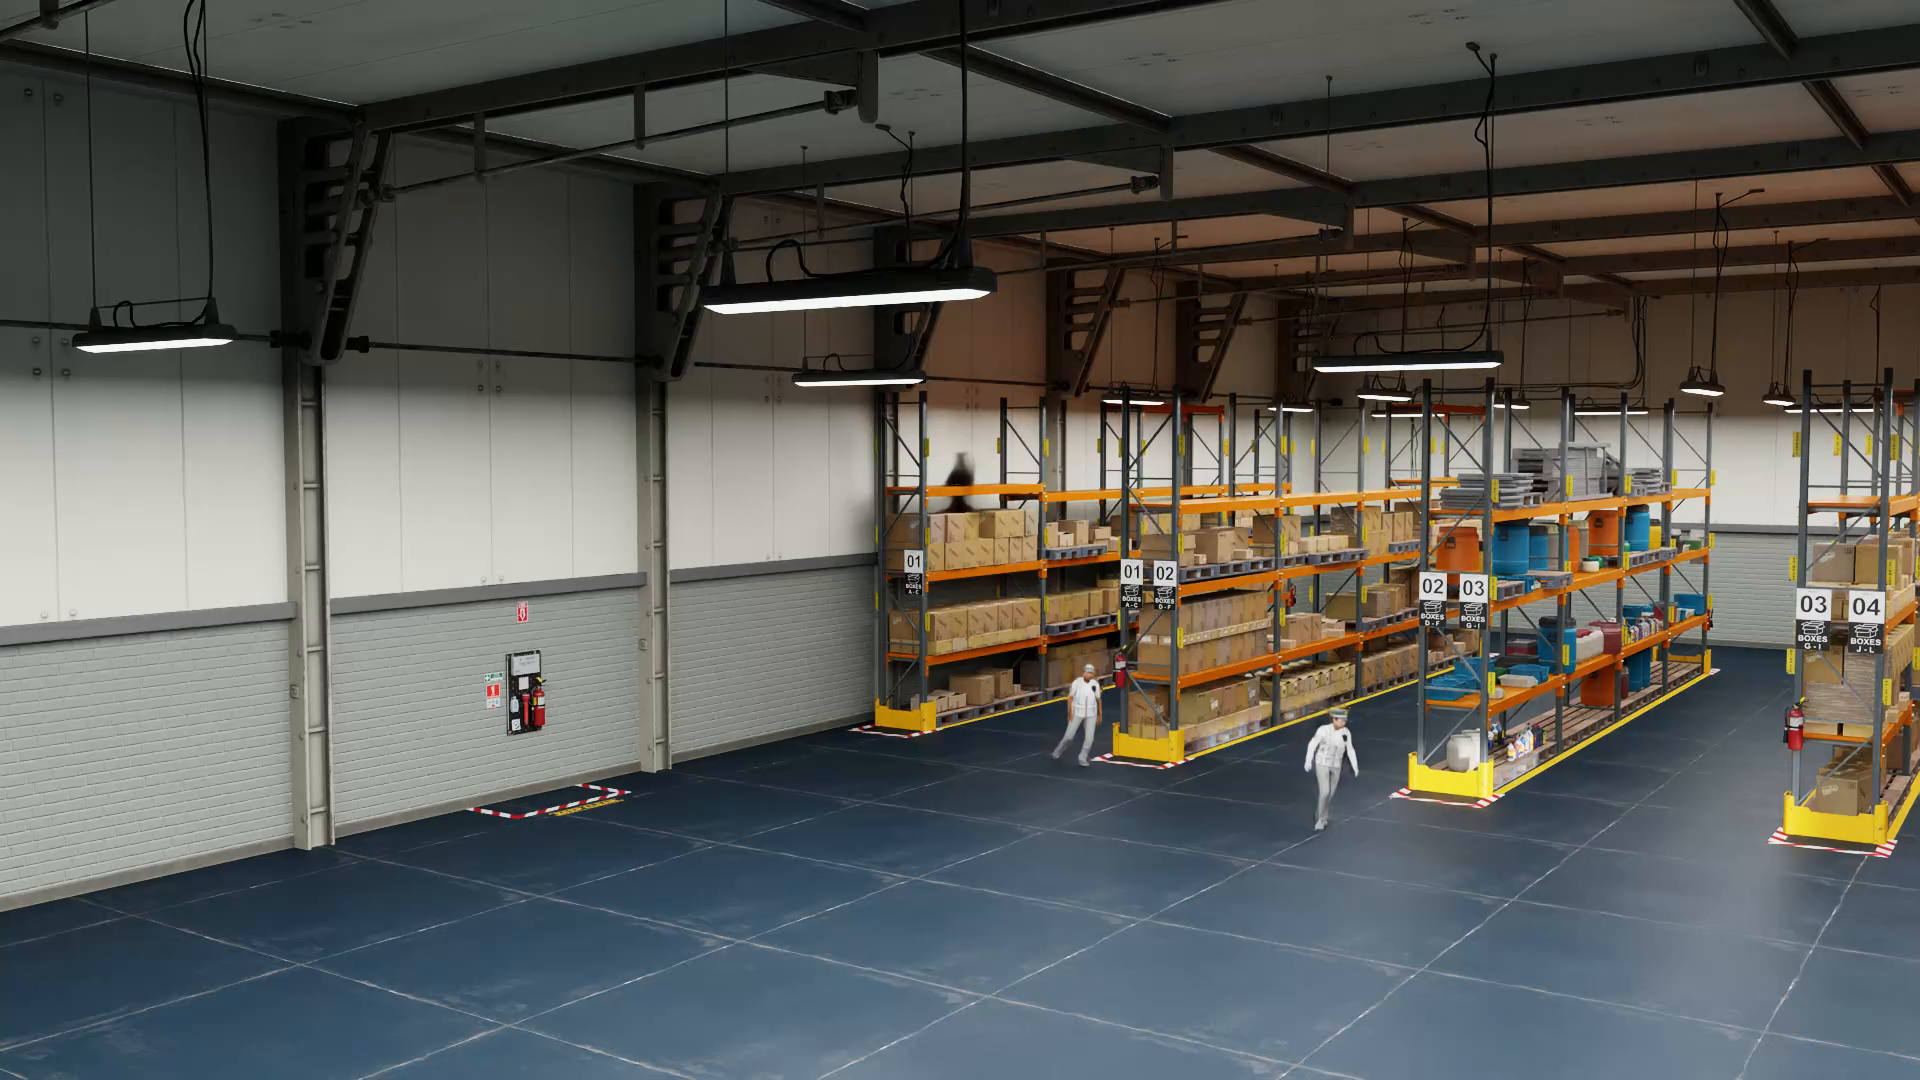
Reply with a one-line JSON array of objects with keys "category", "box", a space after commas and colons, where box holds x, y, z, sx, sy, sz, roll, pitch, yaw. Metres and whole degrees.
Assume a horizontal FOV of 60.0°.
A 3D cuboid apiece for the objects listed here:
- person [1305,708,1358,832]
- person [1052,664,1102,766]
[{"category": "person", "box": [4.873, 2.993, 21.872, 0.592, 1.621, 0.711, -1, 3, -14]}, {"category": "person", "box": [1.852, 2.737, 26.182, 0.757, 1.601, 0.579, 0, 3, -4]}]
